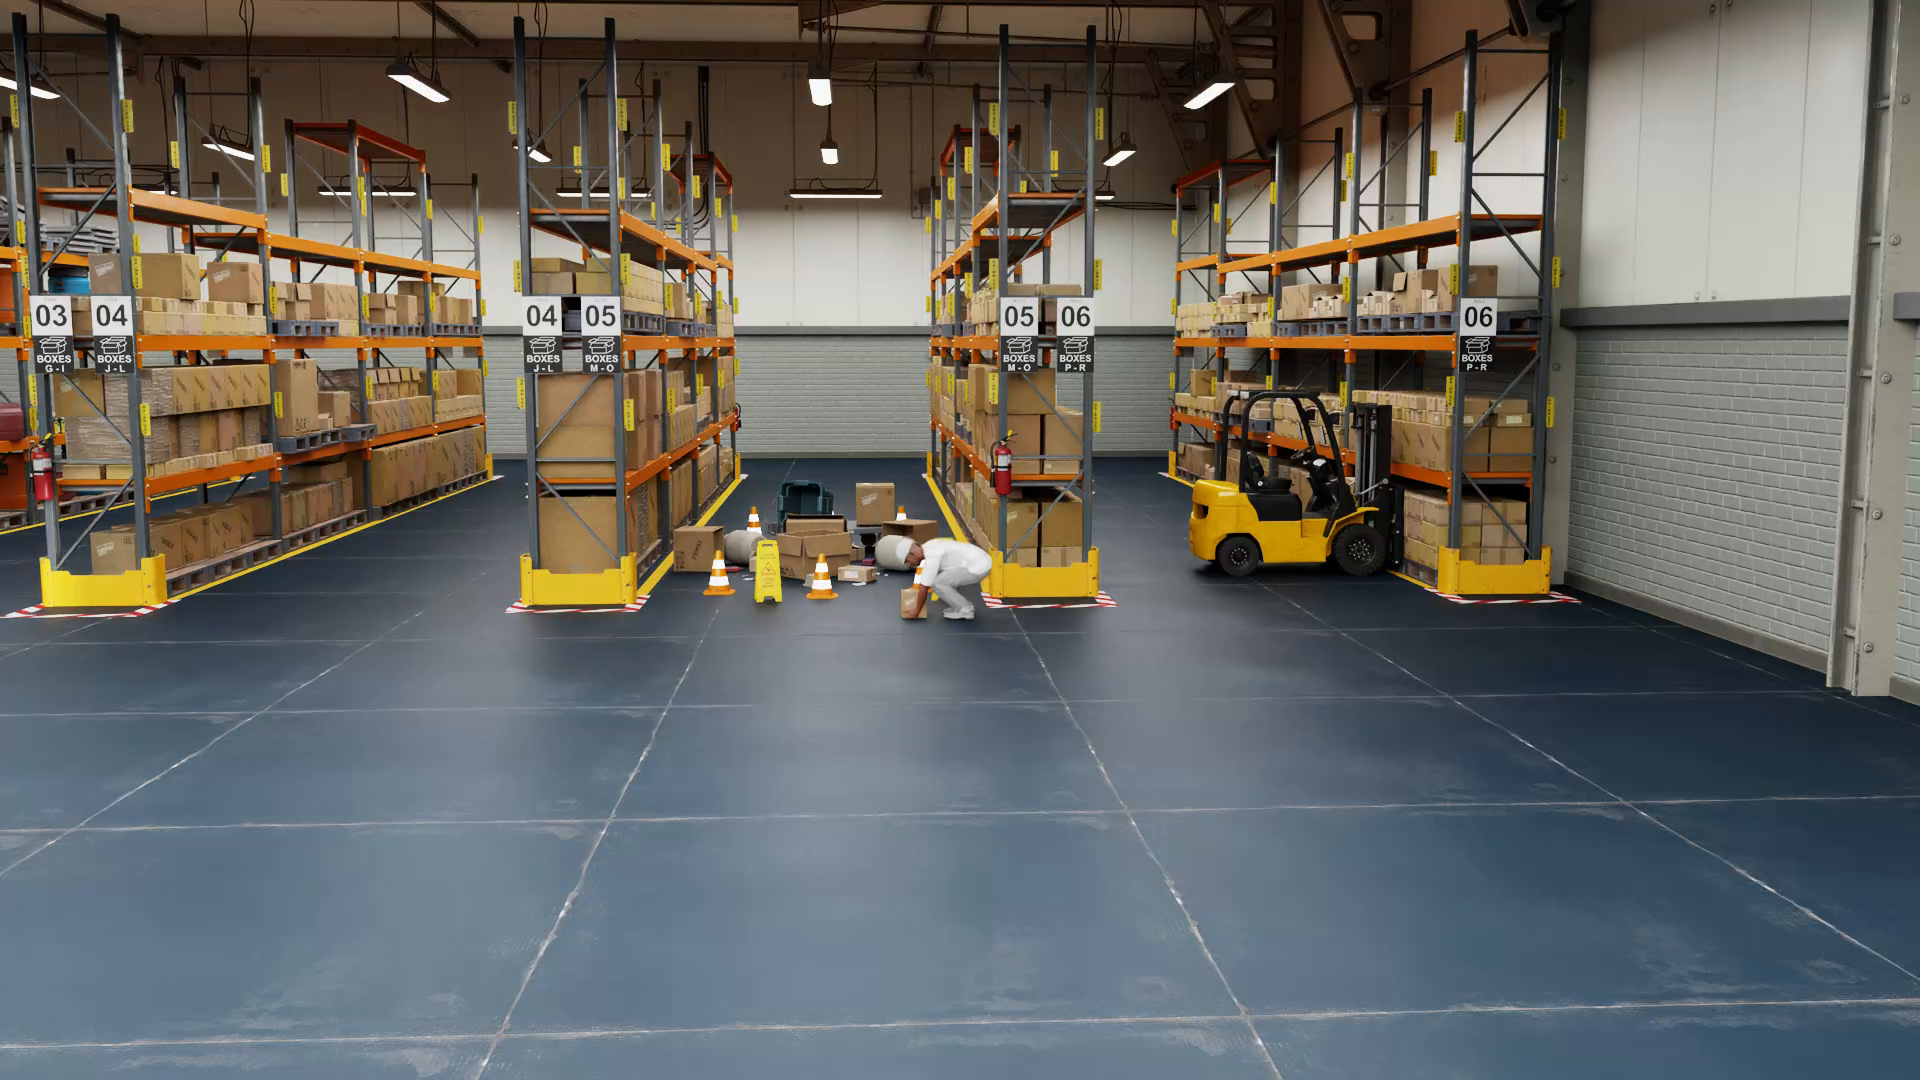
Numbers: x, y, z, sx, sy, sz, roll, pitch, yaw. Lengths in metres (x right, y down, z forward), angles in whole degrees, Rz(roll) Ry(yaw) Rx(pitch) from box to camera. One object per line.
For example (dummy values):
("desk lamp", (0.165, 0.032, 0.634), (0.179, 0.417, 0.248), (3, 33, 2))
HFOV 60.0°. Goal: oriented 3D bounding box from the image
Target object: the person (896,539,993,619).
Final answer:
("person", (-0.158, 0.391, 16.588), (0.964, 0.804, 0.524), (1, 7, 6))
